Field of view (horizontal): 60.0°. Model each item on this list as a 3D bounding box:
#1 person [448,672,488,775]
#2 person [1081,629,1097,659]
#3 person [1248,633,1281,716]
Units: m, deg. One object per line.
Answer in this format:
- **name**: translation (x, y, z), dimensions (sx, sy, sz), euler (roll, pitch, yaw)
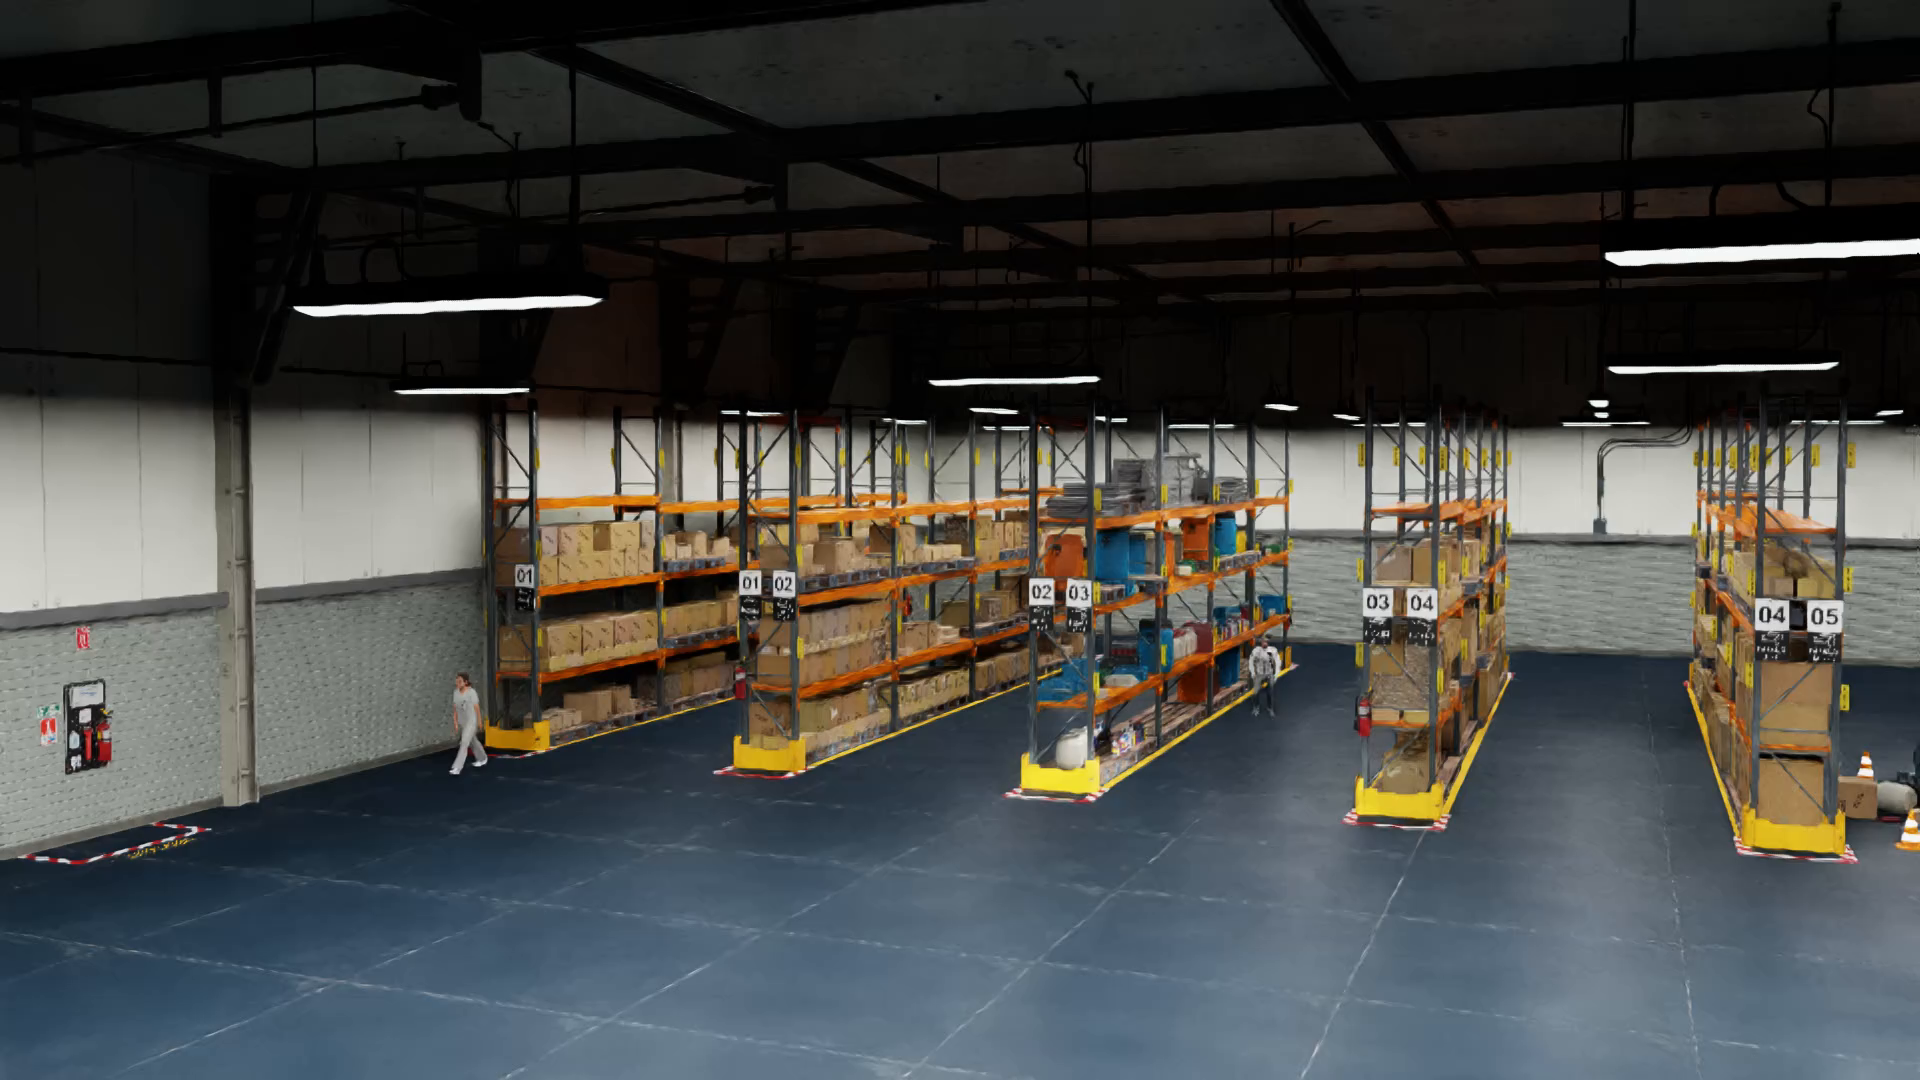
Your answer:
- **person**: translation (-7.878, 2.885, 26.449), dimensions (0.446, 1.590, 1.109), euler (1, 3, 24)
- **person**: translation (3.021, 2.177, 38.631), dimensions (0.390, 1.792, 0.671), euler (1, 3, 13)
- **person**: translation (5.915, 2.602, 32.285), dimensions (0.639, 1.632, 0.512), euler (1, 3, 18)
